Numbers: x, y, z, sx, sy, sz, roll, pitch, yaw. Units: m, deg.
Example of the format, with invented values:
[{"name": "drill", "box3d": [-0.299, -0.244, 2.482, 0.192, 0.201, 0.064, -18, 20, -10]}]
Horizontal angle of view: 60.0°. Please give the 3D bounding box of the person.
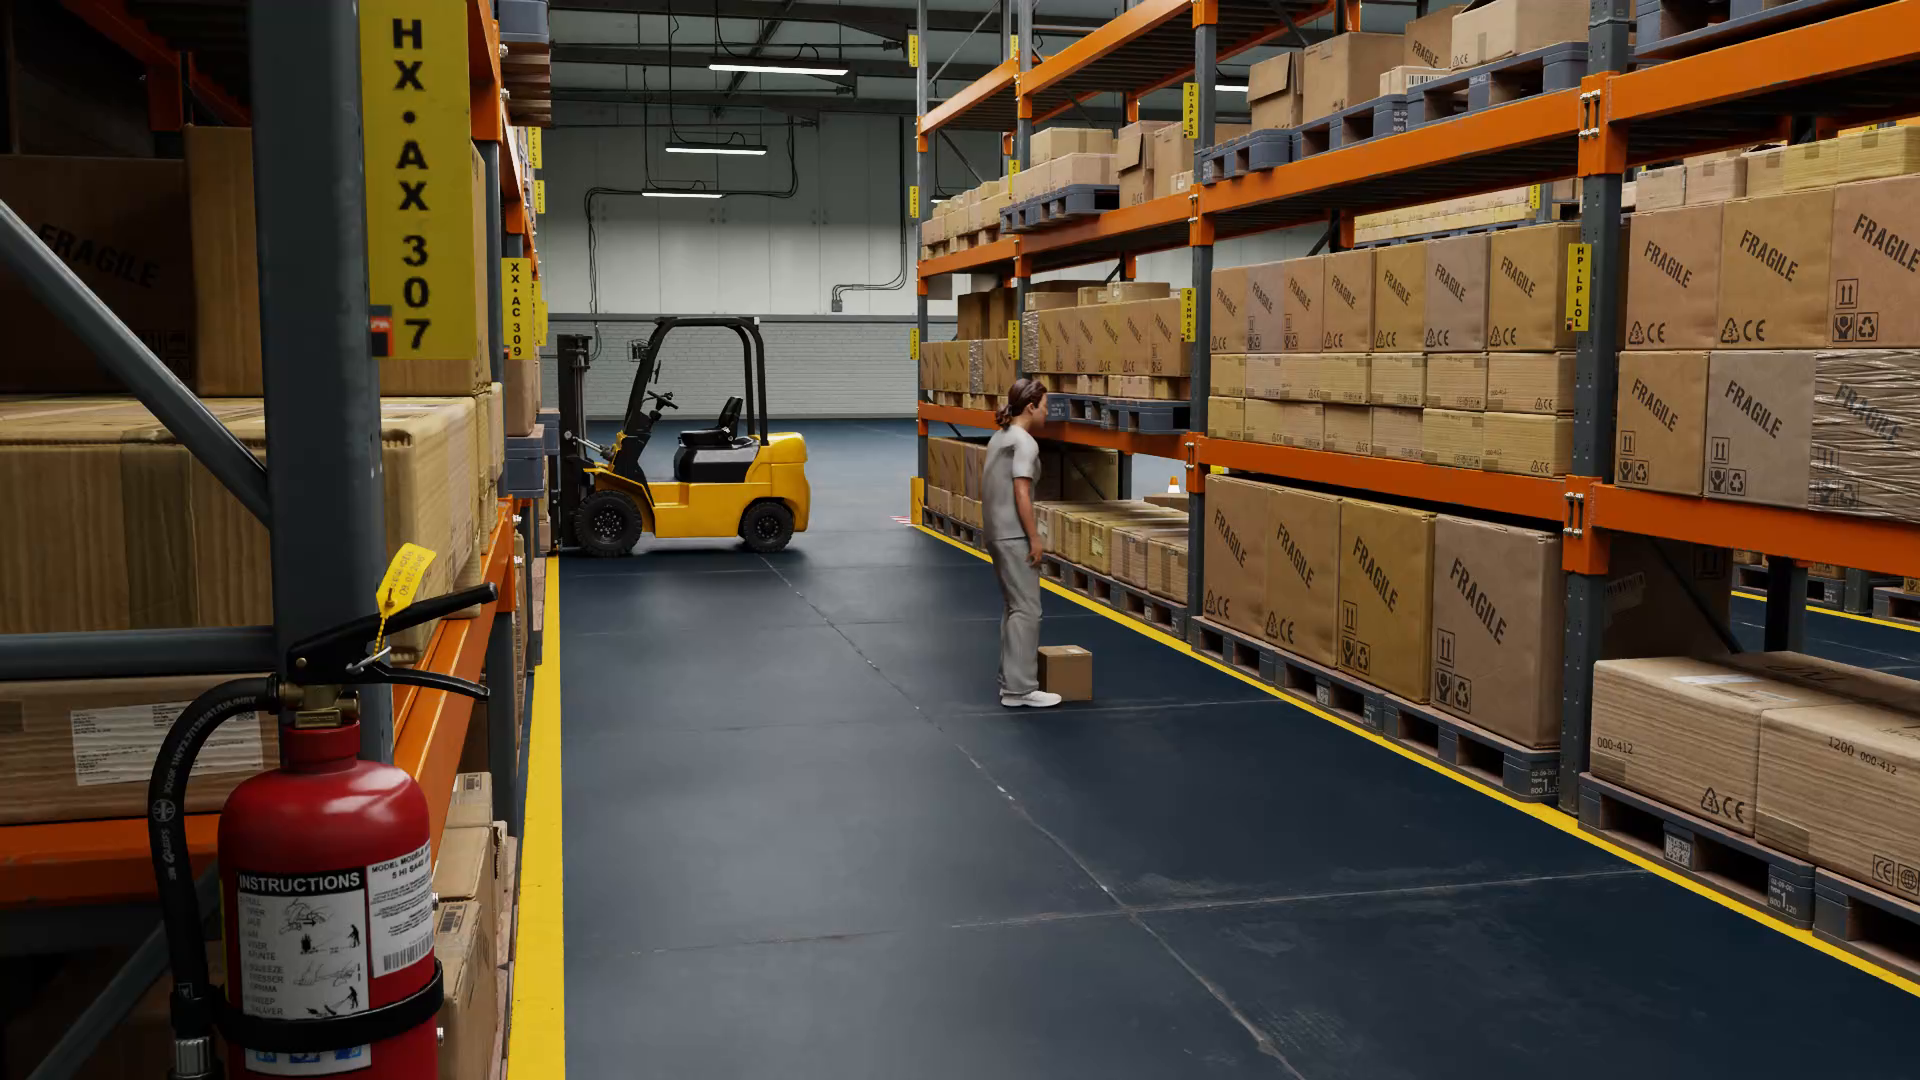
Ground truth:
[{"name": "person", "box3d": [0.324, 0.003, 8.620, 0.405, 1.672, 0.498, -2, 6, -15]}]
